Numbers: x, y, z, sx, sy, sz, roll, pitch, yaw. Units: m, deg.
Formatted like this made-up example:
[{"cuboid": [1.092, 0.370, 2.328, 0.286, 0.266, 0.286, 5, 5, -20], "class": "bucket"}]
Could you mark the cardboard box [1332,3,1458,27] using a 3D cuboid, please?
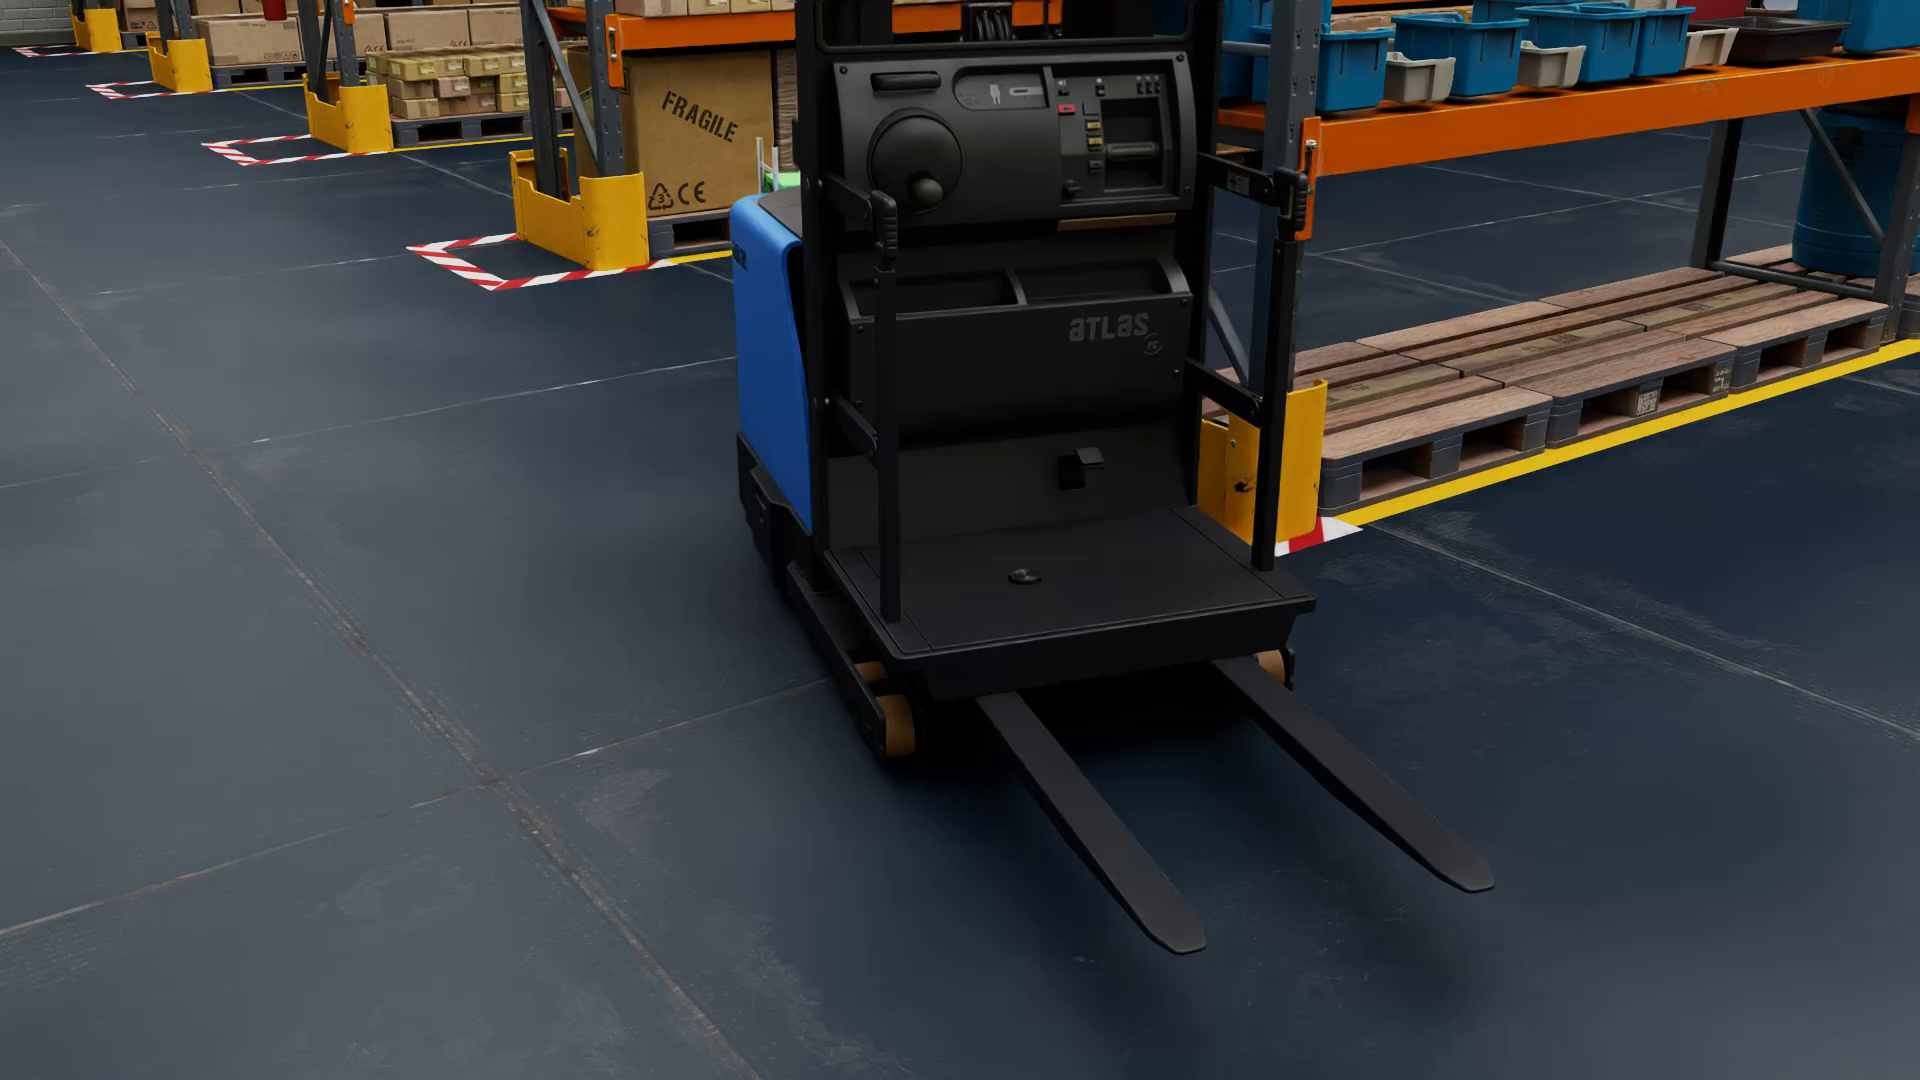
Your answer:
[{"cuboid": [3.032, -3.674, 12.856, 0.875, 0.875, 1.225, -15, 26, -33], "class": "cardboard box"}]

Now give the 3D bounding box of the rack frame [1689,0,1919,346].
[{"cuboid": [3.978, -2.444, 7.473, 0.127, 3.000, 1.000, -15, 26, -33], "class": "rack frame"}]

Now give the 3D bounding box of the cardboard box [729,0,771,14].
[{"cuboid": [-1.265, -3.040, 9.307, 0.250, 0.149, 0.380, -16, 27, -34], "class": "cardboard box"}]

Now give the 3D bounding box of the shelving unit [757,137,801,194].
[{"cuboid": [-0.394, -0.759, 5.679, 0.503, 1.200, 0.258, -7, 23, -18], "class": "shelving unit"}]

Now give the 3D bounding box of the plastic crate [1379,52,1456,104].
[{"cuboid": [1.433, -1.482, 5.338, 0.298, 0.136, 0.250, -15, 26, -33], "class": "plastic crate"}]

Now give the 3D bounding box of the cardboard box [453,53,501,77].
[{"cuboid": [-3.919, -3.852, 13.480, 0.250, 0.149, 0.380, -15, 26, -33], "class": "cardboard box"}]

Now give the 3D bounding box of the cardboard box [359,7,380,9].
[{"cuboid": [-7.884, -7.070, 22.346, 0.250, 0.149, 0.380, -16, 27, -34], "class": "cardboard box"}]

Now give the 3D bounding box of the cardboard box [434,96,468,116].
[{"cuboid": [-4.199, -3.551, 13.529, 0.250, 0.149, 0.380, -15, 26, -33], "class": "cardboard box"}]

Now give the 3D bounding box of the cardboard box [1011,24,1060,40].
[{"cuboid": [0.503, -3.023, 11.225, 0.875, 0.875, 0.875, -15, 26, -33], "class": "cardboard box"}]

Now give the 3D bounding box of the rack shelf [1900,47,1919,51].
[{"cuboid": [5.602, -2.542, 8.691, 4.000, 0.370, 1.077, -15, 26, -33], "class": "rack shelf"}]

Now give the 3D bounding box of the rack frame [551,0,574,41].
[{"cuboid": [-4.702, -6.915, 18.678, 0.127, 3.000, 1.000, -15, 26, -33], "class": "rack frame"}]

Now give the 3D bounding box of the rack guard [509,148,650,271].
[{"cuboid": [-2.181, -1.902, 9.487, 0.348, 0.500, 1.175, -15, 26, -33], "class": "rack guard"}]

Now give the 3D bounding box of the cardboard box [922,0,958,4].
[{"cuboid": [-0.221, -3.319, 10.006, 0.250, 0.149, 0.380, -14, 26, -32], "class": "cardboard box"}]

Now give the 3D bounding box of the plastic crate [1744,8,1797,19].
[{"cuboid": [3.517, -2.291, 7.366, 0.243, 0.136, 0.396, -15, 26, -33], "class": "plastic crate"}]

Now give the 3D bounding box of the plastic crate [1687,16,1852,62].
[{"cuboid": [3.227, -2.021, 6.703, 0.590, 0.125, 0.437, -15, 26, -33], "class": "plastic crate"}]

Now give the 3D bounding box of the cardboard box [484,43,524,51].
[{"cuboid": [-3.888, -4.163, 14.260, 0.250, 0.149, 0.380, -14, 26, -31], "class": "cardboard box"}]

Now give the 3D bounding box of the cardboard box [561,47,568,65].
[{"cuboid": [-3.295, -4.031, 13.929, 0.250, 0.149, 0.380, -14, 26, -32], "class": "cardboard box"}]

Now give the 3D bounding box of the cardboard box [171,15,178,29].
[{"cuboid": [-9.931, -6.597, 21.161, 0.250, 0.149, 0.380, -16, 27, -35], "class": "cardboard box"}]

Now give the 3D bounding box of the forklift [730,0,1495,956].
[{"cuboid": [0.218, -0.991, 3.924, 1.130, 2.935, 3.031, -7, 23, -17], "class": "forklift"}]

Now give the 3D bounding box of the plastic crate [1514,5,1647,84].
[{"cuboid": [2.193, -1.767, 5.923, 0.300, 0.233, 0.416, -15, 26, -33], "class": "plastic crate"}]

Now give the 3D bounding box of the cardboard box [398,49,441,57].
[{"cuboid": [-4.457, -3.957, 13.743, 0.250, 0.149, 0.380, -14, 26, -32], "class": "cardboard box"}]

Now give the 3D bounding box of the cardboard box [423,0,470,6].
[{"cuboid": [-7.080, -7.479, 22.897, 0.500, 0.500, 0.500, -14, 25, -31], "class": "cardboard box"}]

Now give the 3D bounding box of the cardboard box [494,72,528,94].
[{"cuboid": [-3.727, -3.772, 13.680, 0.250, 0.149, 0.380, -14, 26, -31], "class": "cardboard box"}]

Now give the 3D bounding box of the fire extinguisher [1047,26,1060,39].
[{"cuboid": [0.344, -1.473, 5.647, 0.183, 0.674, 0.296, -15, 26, -33], "class": "fire extinguisher"}]

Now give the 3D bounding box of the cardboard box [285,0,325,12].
[{"cuboid": [-8.740, -7.078, 21.892, 0.500, 0.500, 0.700, -16, 27, -35], "class": "cardboard box"}]

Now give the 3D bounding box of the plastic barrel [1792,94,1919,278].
[{"cuboid": [4.430, -1.777, 8.066, 0.708, 0.901, 0.600, -15, 26, -33], "class": "plastic barrel"}]

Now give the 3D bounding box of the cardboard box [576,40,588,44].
[{"cuboid": [-3.190, -4.294, 14.587, 0.250, 0.149, 0.380, -16, 27, -35], "class": "cardboard box"}]

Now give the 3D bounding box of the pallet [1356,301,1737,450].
[{"cuboid": [2.413, -0.712, 6.896, 1.213, 0.211, 1.003, -15, 26, -33], "class": "pallet"}]

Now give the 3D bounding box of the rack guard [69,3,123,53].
[{"cuboid": [-10.789, -6.397, 20.753, 0.348, 0.500, 1.175, -15, 26, -33], "class": "rack guard"}]

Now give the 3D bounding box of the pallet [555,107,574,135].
[{"cuboid": [-3.245, -3.731, 14.461, 1.213, 0.211, 1.003, -15, 26, -33], "class": "pallet"}]

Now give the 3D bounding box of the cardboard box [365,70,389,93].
[{"cuboid": [-4.714, -3.791, 13.728, 0.250, 0.149, 0.380, -16, 27, -34], "class": "cardboard box"}]

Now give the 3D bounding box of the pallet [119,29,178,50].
[{"cuboid": [-10.142, -6.436, 21.240, 1.213, 0.211, 1.003, -15, 26, -33], "class": "pallet"}]

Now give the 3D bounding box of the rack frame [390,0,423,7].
[{"cuboid": [-7.604, -8.408, 22.419, 0.127, 3.000, 1.000, -15, 26, -33], "class": "rack frame"}]

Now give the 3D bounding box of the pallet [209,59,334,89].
[{"cuboid": [-7.345, -4.951, 17.518, 1.213, 0.211, 1.003, -15, 26, -33], "class": "pallet"}]

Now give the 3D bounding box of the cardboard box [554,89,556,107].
[{"cuboid": [-3.578, -3.713, 13.935, 0.250, 0.149, 0.380, -15, 26, -33], "class": "cardboard box"}]

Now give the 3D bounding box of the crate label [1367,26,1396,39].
[{"cuboid": [1.743, -1.840, 6.235, 0.243, 0.136, 0.396, -15, 26, -33], "class": "crate label"}]

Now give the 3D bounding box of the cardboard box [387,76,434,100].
[{"cuboid": [-4.401, -3.627, 13.318, 0.250, 0.149, 0.380, -14, 26, -31], "class": "cardboard box"}]

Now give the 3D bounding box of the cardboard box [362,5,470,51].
[{"cuboid": [-6.000, -5.622, 18.330, 0.875, 0.438, 0.875, -16, 27, -34], "class": "cardboard box"}]

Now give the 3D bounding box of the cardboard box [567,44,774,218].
[{"cuboid": [-1.688, -2.439, 9.761, 0.875, 0.875, 0.875, -15, 26, -33], "class": "cardboard box"}]

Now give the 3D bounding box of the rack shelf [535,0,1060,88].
[{"cuboid": [-0.538, -3.167, 10.255, 4.000, 0.370, 1.077, -15, 26, -33], "class": "rack shelf"}]
